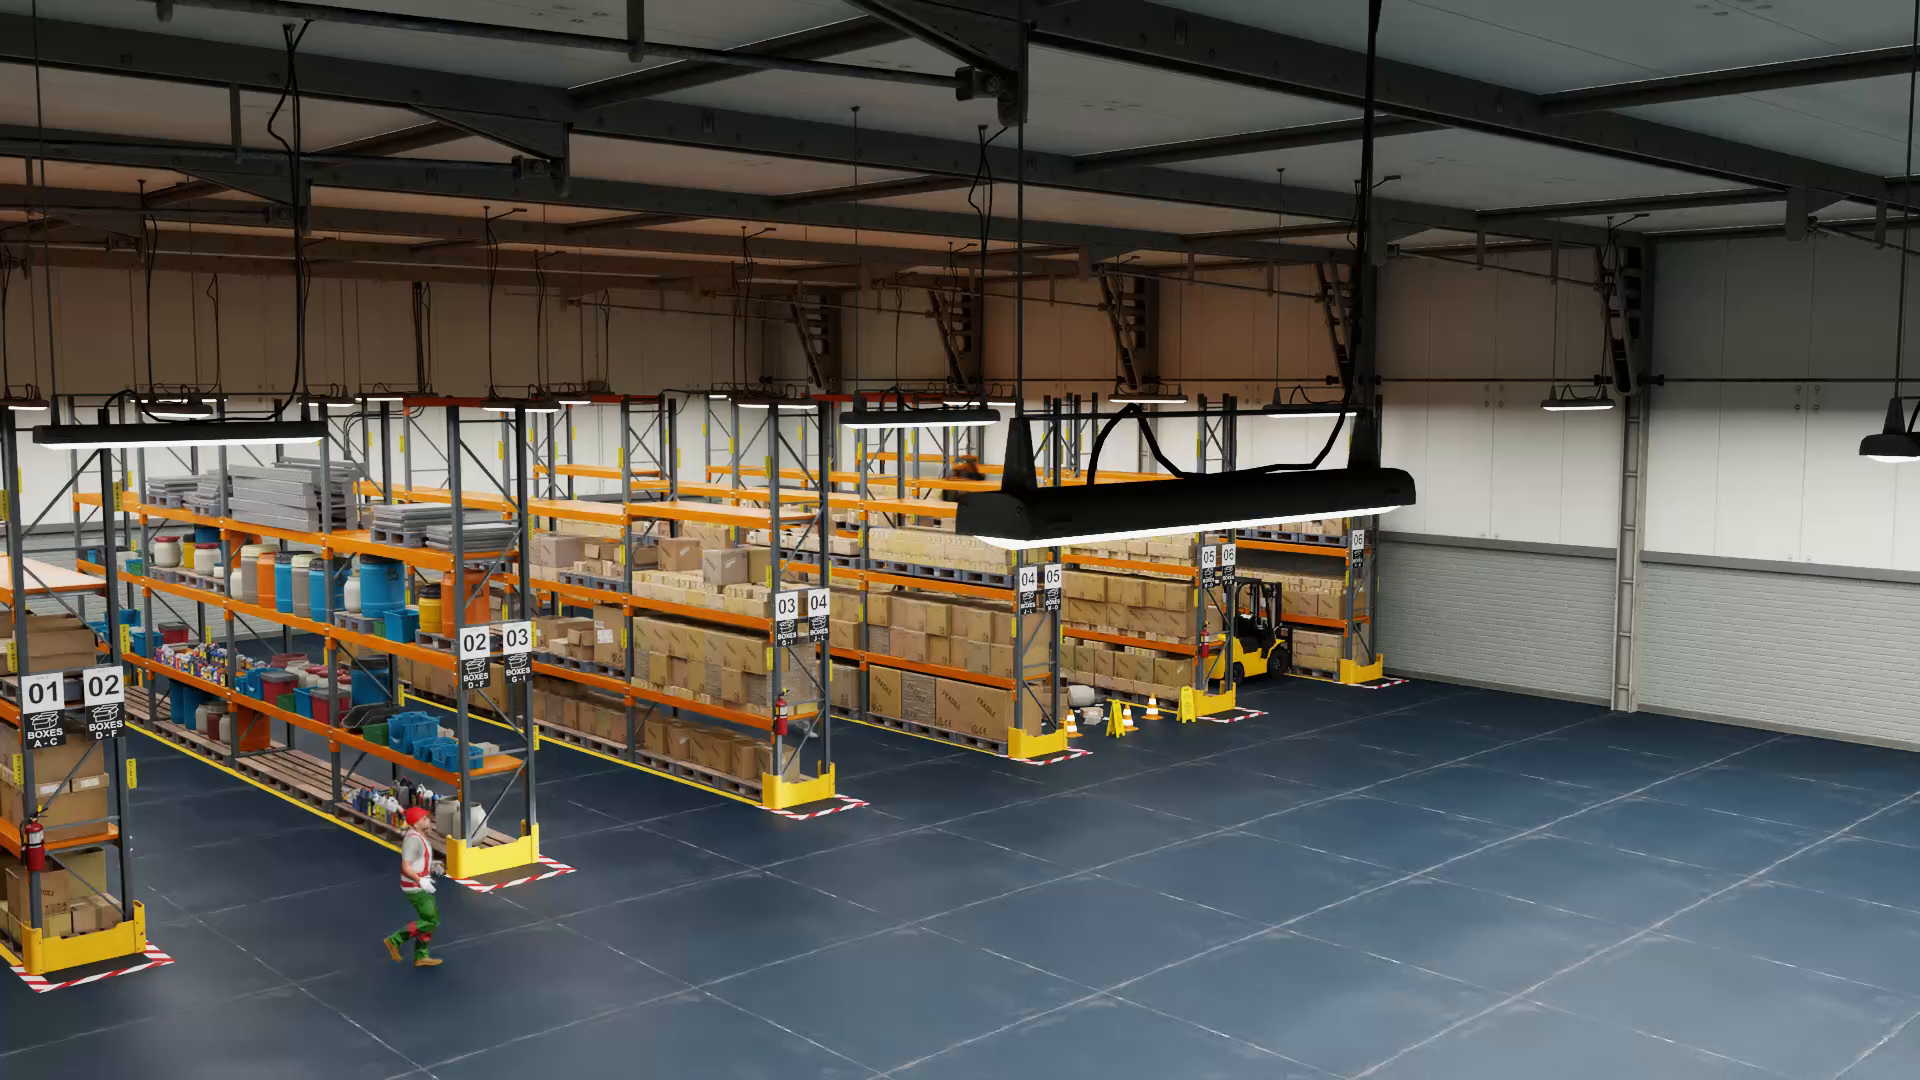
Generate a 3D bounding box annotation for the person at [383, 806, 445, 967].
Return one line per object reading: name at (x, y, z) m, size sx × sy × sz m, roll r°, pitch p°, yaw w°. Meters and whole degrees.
person at (-5.891, 3.735, 17.930) m, size 0.650 × 1.756 × 0.622 m, roll -2°, pitch 6°, yaw -18°

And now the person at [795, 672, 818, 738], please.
person at (-2.788, 2.609, 29.456) m, size 0.684 × 1.749 × 0.666 m, roll 4°, pitch 7°, yaw 38°
